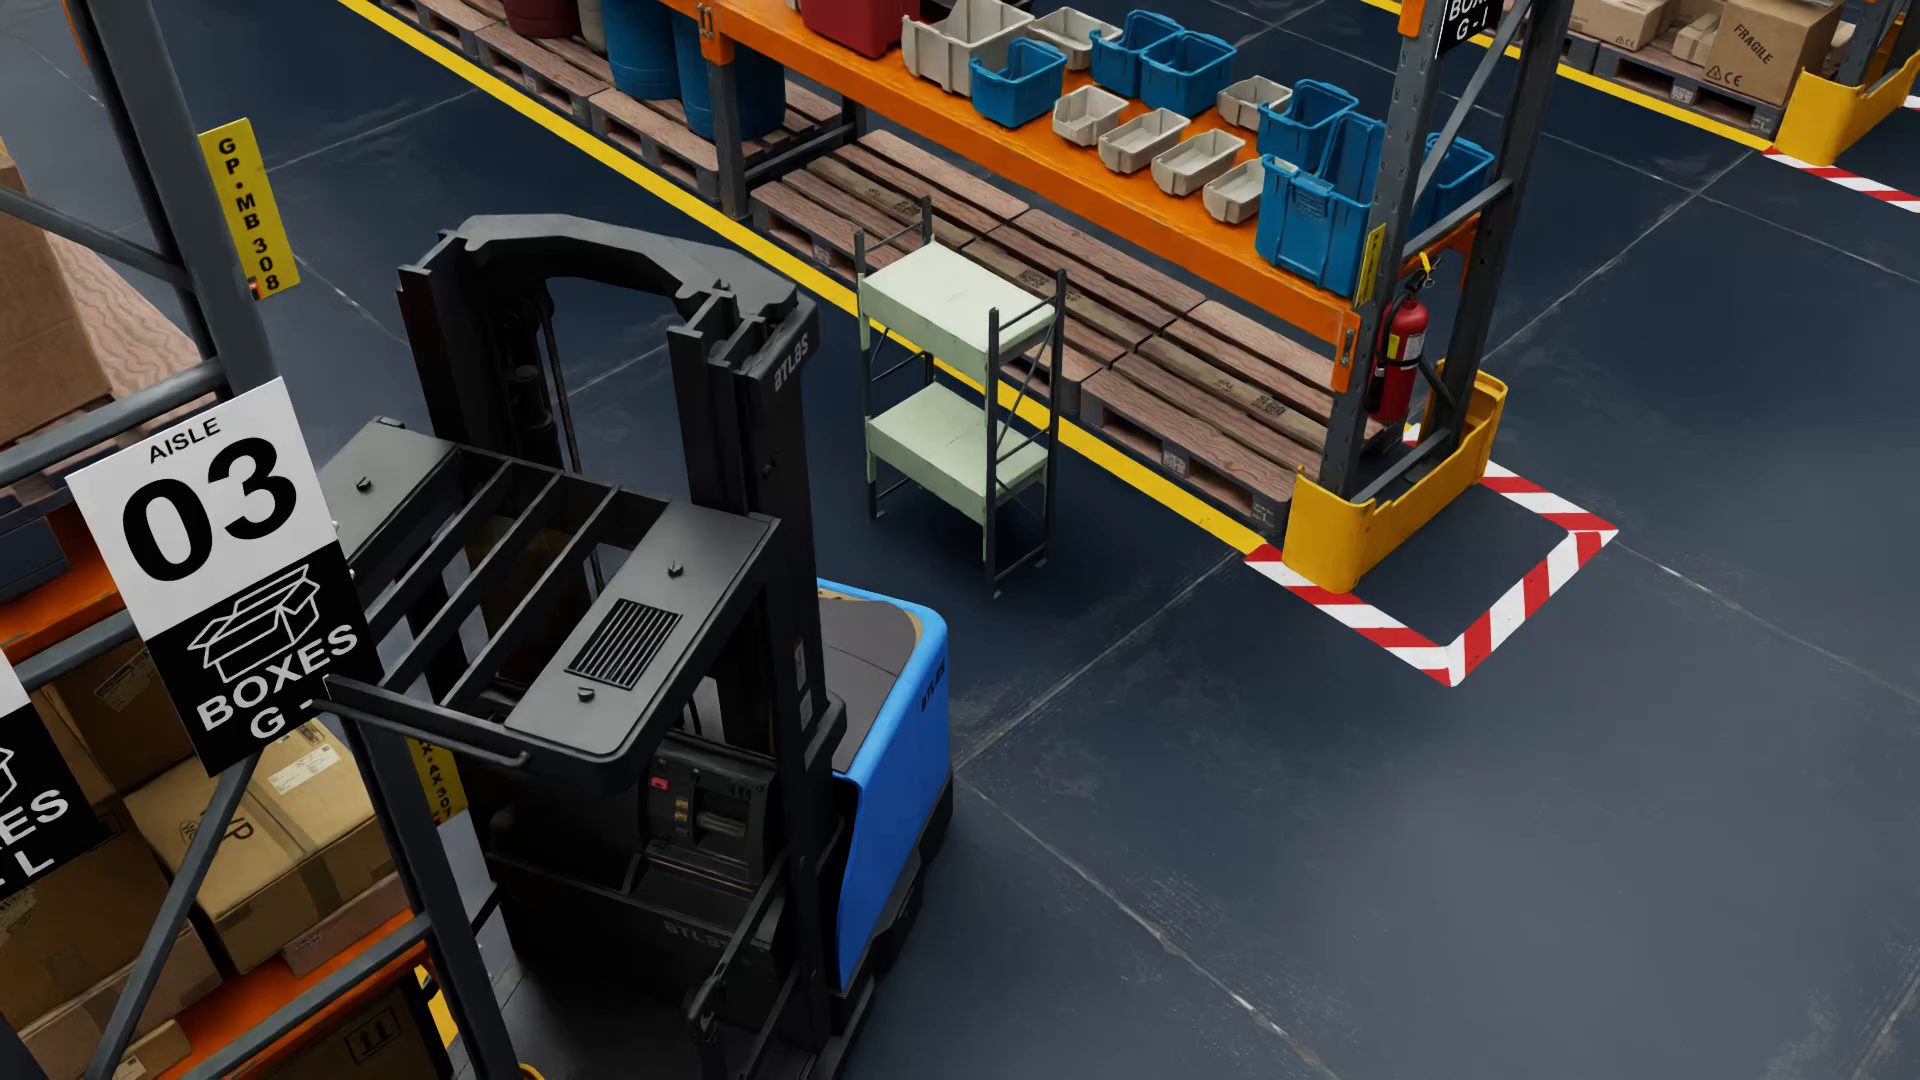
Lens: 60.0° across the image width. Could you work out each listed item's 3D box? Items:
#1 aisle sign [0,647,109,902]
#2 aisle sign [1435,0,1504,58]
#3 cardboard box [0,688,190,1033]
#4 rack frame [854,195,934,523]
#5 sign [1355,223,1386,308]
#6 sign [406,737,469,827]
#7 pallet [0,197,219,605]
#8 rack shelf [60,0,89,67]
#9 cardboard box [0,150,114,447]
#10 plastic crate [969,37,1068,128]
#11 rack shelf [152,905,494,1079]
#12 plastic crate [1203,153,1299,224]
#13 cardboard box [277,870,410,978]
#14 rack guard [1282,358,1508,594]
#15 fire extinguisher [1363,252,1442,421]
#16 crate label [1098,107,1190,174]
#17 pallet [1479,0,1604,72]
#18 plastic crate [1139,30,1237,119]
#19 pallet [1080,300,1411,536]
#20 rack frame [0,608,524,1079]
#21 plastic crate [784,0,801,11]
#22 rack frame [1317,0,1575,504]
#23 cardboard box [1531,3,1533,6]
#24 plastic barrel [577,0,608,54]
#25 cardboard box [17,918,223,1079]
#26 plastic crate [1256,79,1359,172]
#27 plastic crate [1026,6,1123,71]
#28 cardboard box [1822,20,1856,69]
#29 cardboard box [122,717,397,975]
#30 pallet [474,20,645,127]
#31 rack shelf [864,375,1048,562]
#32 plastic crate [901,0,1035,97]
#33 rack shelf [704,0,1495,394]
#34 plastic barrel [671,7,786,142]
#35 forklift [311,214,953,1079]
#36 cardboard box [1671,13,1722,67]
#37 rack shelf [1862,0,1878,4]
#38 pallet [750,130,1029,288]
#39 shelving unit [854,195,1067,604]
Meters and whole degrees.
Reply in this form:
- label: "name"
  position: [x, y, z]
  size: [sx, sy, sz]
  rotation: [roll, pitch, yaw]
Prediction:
- label: "aisle sign"
  position: [-1.779, 0.378, 2.832]
  size: [0.394, 0.787, 0.004]
  rotation: [-34, 53, -31]
- label: "aisle sign"
  position: [1.733, -1.999, 5.405]
  size: [0.394, 0.787, 0.004]
  rotation: [-34, 53, -31]
- label: "cardboard box"
  position: [-2.147, 0.717, 3.720]
  size: [0.500, 0.500, 0.500]
  rotation: [-33, 52, -31]
- label: "rack frame"
  position: [-0.263, -0.730, 7.052]
  size: [0.400, 1.500, 0.023]
  rotation: [-34, 53, -31]
- label: "sign"
  position: [1.511, -1.007, 6.127]
  size: [0.100, 0.325, 0.005]
  rotation: [-34, 53, -31]
- label: "sign"
  position: [-1.220, 0.545, 3.871]
  size: [0.100, 0.325, 0.005]
  rotation: [-34, 53, -31]
- label: "pallet"
  position: [-2.149, -0.266, 3.300]
  size: [1.003, 0.211, 1.213]
  rotation: [-34, 53, -31]
- label: "rack shelf"
  position: [-3.030, -1.598, 3.291]
  size: [1.077, 0.370, 4.000]
  rotation: [-34, 53, -31]
- label: "cardboard box"
  position: [-2.023, -0.399, 2.922]
  size: [0.500, 0.500, 0.700]
  rotation: [31, 51, 29]
- label: "plastic crate"
  position: [0.258, -2.043, 7.448]
  size: [0.416, 0.233, 0.300]
  rotation: [-34, 53, -31]
- label: "rack shelf"
  position: [-3.030, 0.458, 5.192]
  size: [1.077, 0.370, 4.000]
  rotation: [-34, 53, -31]
- label: "plastic crate"
  position: [1.185, -1.449, 6.876]
  size: [0.396, 0.136, 0.243]
  rotation: [-34, 53, -31]
- label: "cardboard box"
  position: [-1.634, 0.918, 4.348]
  size: [0.380, 0.149, 0.250]
  rotation: [-33, 52, -31]
- label: "rack guard"
  position: [1.916, -0.296, 7.319]
  size: [1.175, 0.500, 0.348]
  rotation: [-34, 53, -31]
- label: "fire extinguisher"
  position: [1.674, -0.763, 6.315]
  size: [0.296, 0.674, 0.183]
  rotation: [-34, 53, -31]
- label: "crate label"
  position: [0.777, -1.717, 7.166]
  size: [0.396, 0.136, 0.243]
  rotation: [-34, 53, -31]
- label: "pallet"
  position: [3.924, -3.572, 11.078]
  size: [1.003, 0.211, 1.213]
  rotation: [-34, 53, -31]
- label: "plastic crate"
  position: [1.018, -2.089, 7.497]
  size: [0.416, 0.233, 0.300]
  rotation: [-34, 53, -31]
- label: "pallet"
  position: [1.334, -0.610, 7.872]
  size: [1.003, 0.211, 1.213]
  rotation: [-34, 53, -31]
- label: "rack frame"
  position: [-1.617, 1.155, 3.907]
  size: [1.000, 3.000, 0.127]
  rotation: [-34, 53, -31]
- label: "plastic crate"
  position: [-0.708, -2.774, 8.309]
  size: [0.396, 0.136, 0.243]
  rotation: [-34, 53, -31]
- label: "rack frame"
  position: [1.889, -1.219, 6.476]
  size: [1.000, 3.000, 0.127]
  rotation: [-34, 53, -31]
- label: "cardboard box"
  position: [3.905, -3.858, 10.847]
  size: [0.797, 0.503, 0.637]
  rotation: [-34, 53, -31]
- label: "plastic barrel"
  position: [-2.143, -3.305, 10.258]
  size: [0.421, 0.512, 0.421]
  rotation: [0, 43, 0]
- label: "cardboard box"
  position: [-2.148, 0.995, 3.972]
  size: [0.500, 0.250, 0.500]
  rotation: [33, 52, 31]
- label: "plastic crate"
  position: [1.483, -1.772, 7.154]
  size: [0.416, 0.233, 0.300]
  rotation: [-34, 53, -31]
- label: "plastic crate"
  position: [0.507, -2.373, 7.876]
  size: [0.293, 0.136, 0.466]
  rotation: [-34, 53, -31]
- label: "cardboard box"
  position: [5.347, -3.072, 10.258]
  size: [0.380, 0.149, 0.250]
  rotation: [-34, 53, -31]
- label: "cardboard box"
  position: [-1.765, 0.741, 4.247]
  size: [0.500, 0.250, 0.500]
  rotation: [33, 52, 30]
- label: "pallet"
  position: [-2.317, -3.094, 10.560]
  size: [1.003, 0.211, 1.213]
  rotation: [-34, 53, -31]
- label: "rack shelf"
  position: [-0.005, -0.315, 7.083]
  size: [0.431, 0.370, 0.720]
  rotation: [-34, 53, -31]
- label: "plastic crate"
  position: [0.013, -2.297, 7.687]
  size: [0.437, 0.282, 0.530]
  rotation: [-34, 53, -31]
- label: "rack shelf"
  position: [0.477, -1.916, 7.760]
  size: [1.077, 0.370, 4.000]
  rotation: [-34, 53, -31]
- label: "plastic barrel"
  position: [-1.308, -2.794, 9.418]
  size: [0.600, 0.901, 0.708]
  rotation: [-34, 53, -31]
- label: "forklift"
  position: [-1.016, 0.773, 4.372]
  size: [1.130, 2.935, 3.031]
  rotation: [14, 45, 15]
- label: "cardboard box"
  position: [4.618, -3.093, 10.268]
  size: [0.380, 0.166, 0.250]
  rotation: [-34, 53, -31]
- label: "rack shelf"
  position: [3.987, -4.288, 10.328]
  size: [1.077, 0.370, 4.000]
  rotation: [-34, 53, -31]
- label: "pallet"
  position: [-0.389, -1.782, 9.140]
  size: [1.003, 0.211, 1.213]
  rotation: [-34, 53, -31]
- label: "shelving unit"
  position: [-0.005, -0.554, 6.862]
  size: [0.431, 1.500, 0.755]
  rotation: [-34, 53, -31]
